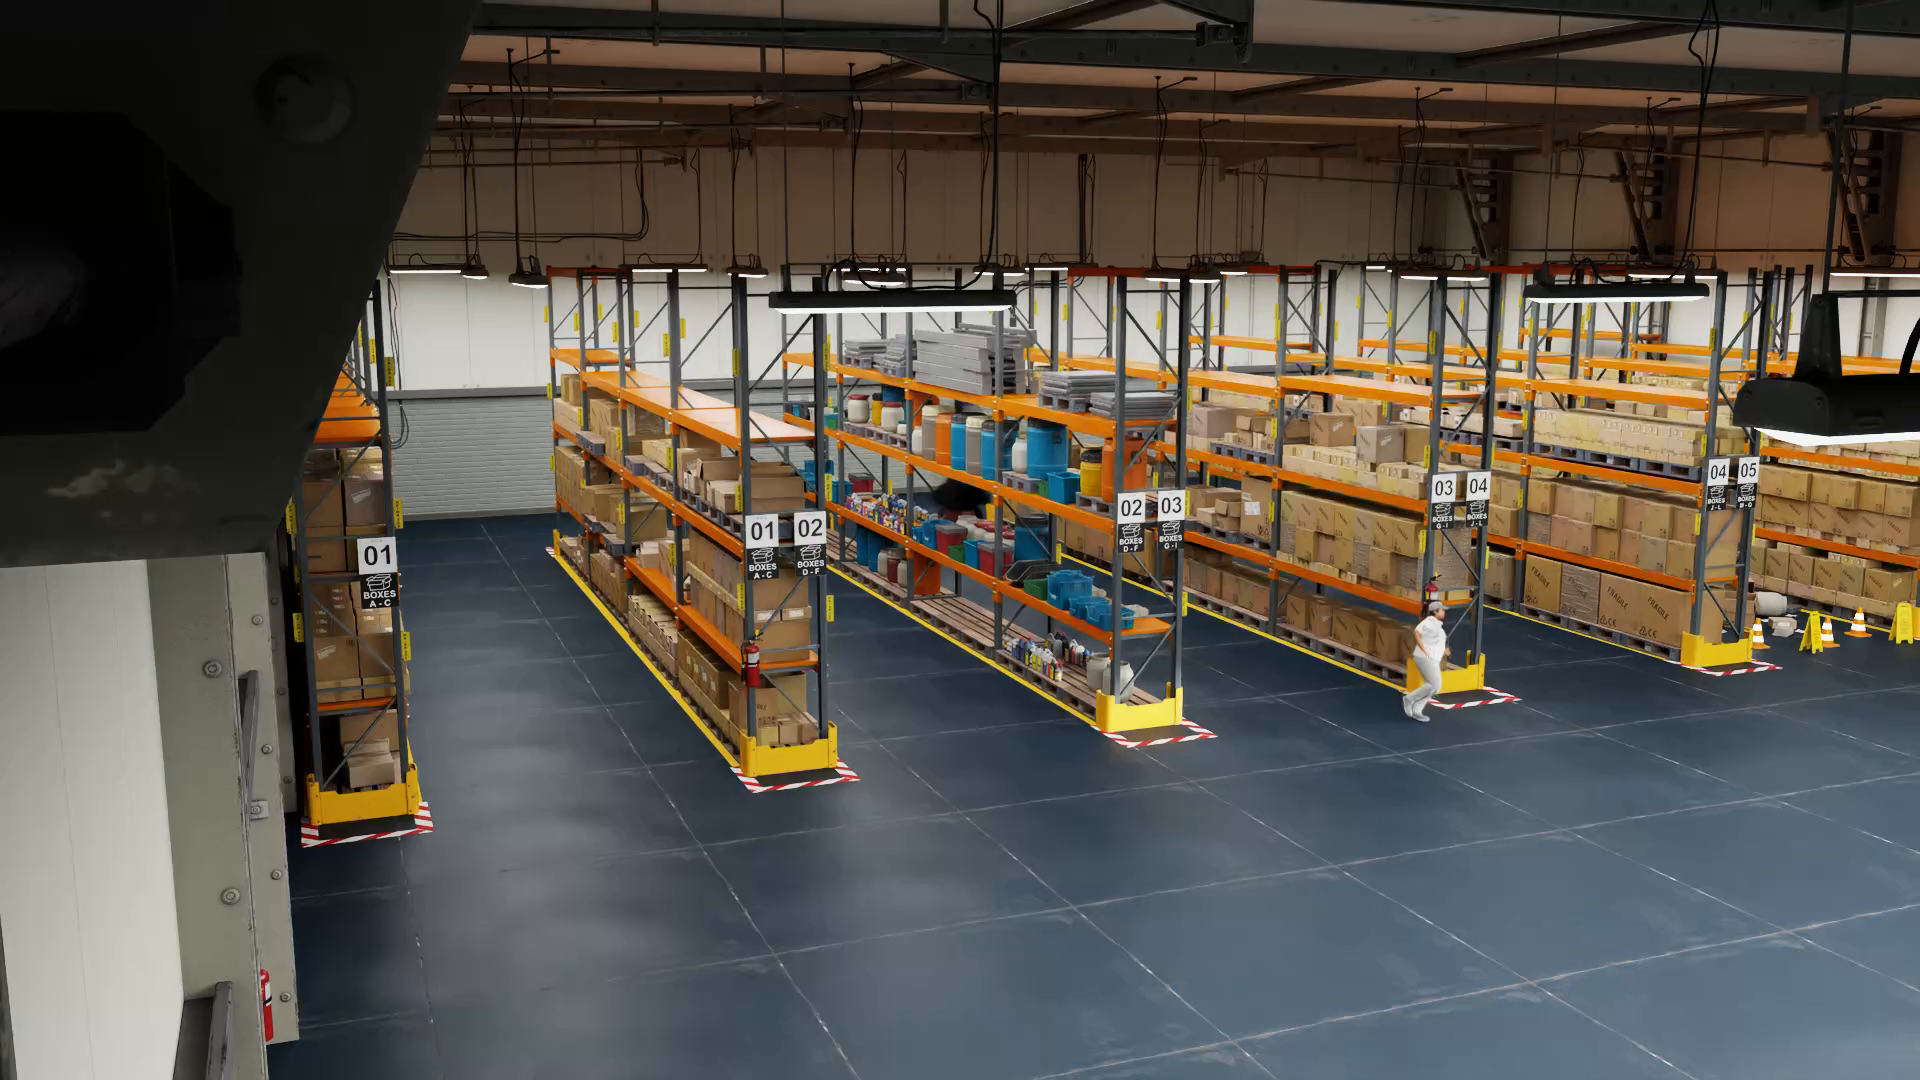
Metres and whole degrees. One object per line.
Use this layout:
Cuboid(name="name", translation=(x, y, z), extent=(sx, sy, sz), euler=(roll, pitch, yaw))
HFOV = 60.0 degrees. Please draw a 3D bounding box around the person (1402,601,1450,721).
Cuboid(name="person", translation=(6.400, 1.635, 22.727), extent=(0.554, 1.596, 0.693), euler=(5, 11, 26))
